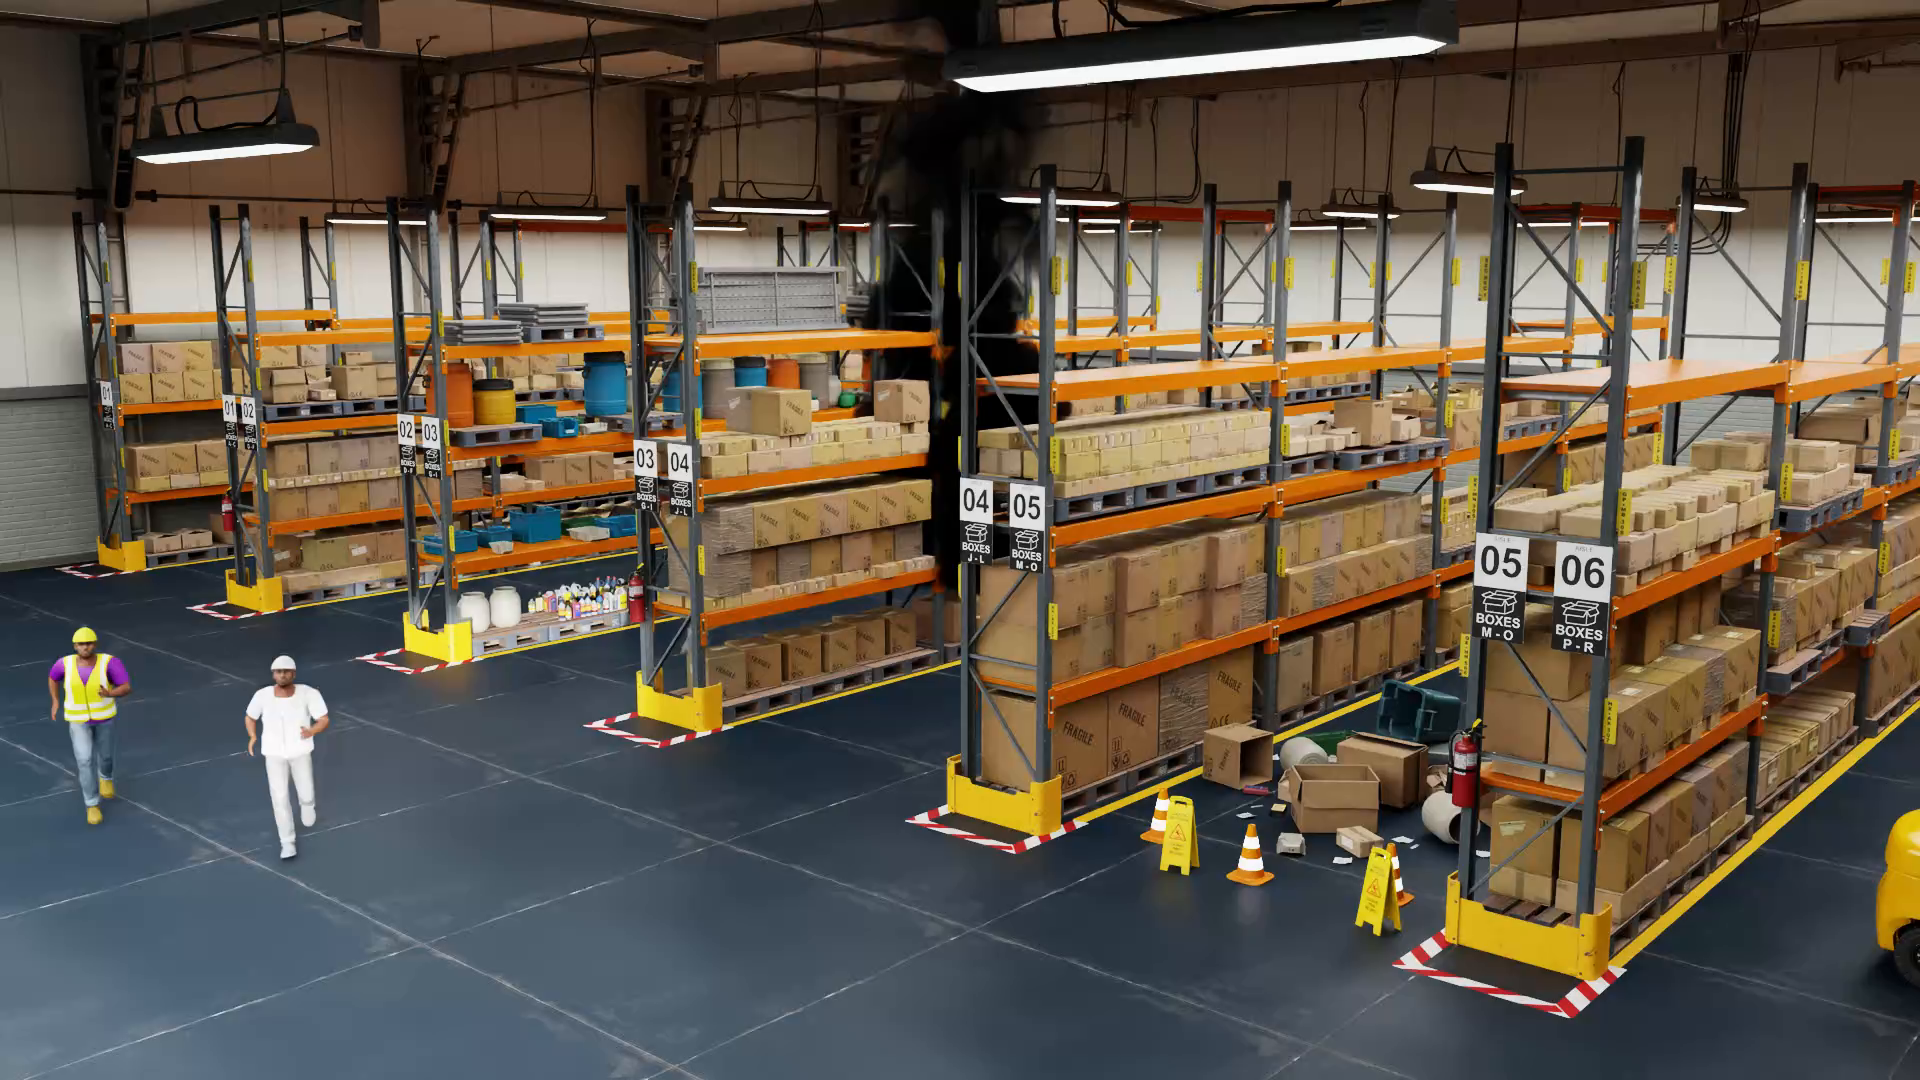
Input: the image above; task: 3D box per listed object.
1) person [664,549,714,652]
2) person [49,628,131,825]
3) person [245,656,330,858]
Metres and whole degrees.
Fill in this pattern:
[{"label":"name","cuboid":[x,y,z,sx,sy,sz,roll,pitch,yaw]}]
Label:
[{"label":"person","cuboid":[-3.451,0.450,21.452,0.614,1.862,0.829,7,12,35]},{"label":"person","cuboid":[-8.166,1.684,15.657,0.689,1.775,0.964,-5,11,-27]},{"label":"person","cuboid":[-5.962,1.880,14.759,0.714,1.740,0.846,-3,10,-16]}]
